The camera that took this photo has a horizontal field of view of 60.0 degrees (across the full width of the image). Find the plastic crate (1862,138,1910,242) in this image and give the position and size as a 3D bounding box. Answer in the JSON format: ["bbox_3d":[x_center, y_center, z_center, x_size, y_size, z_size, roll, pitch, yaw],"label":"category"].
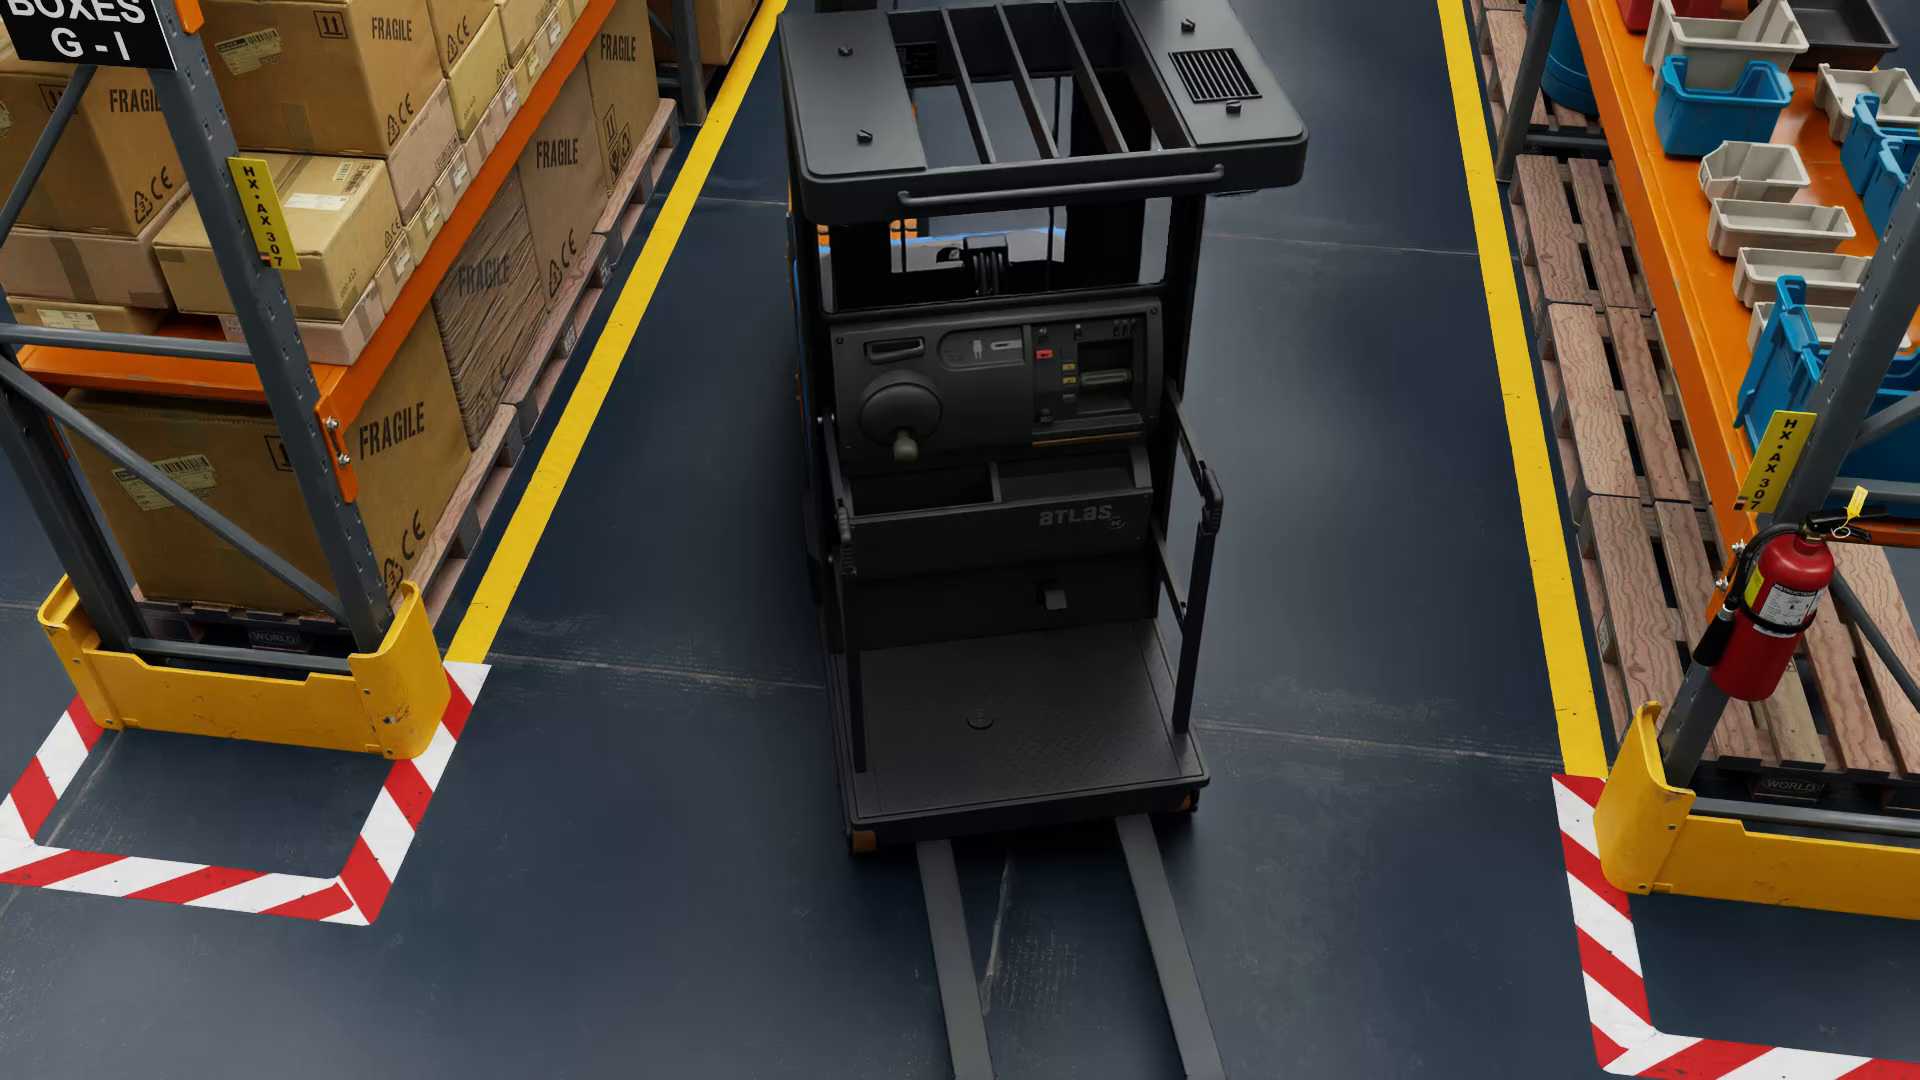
[{"bbox_3d":[3.112,-1.090,5.298,0.416,0.233,0.300,5,44,6],"label":"plastic crate"}]

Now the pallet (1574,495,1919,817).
[{"bbox_3d":[2.727,0.361,5.716,1.003,0.211,1.213,5,44,6],"label":"pallet"}]

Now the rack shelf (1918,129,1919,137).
[{"bbox_3d":[2.844,-2.284,4.823,1.077,0.370,4.000,5,44,6],"label":"rack shelf"}]

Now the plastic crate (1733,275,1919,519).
[{"bbox_3d":[2.438,-0.373,4.393,0.616,0.435,0.499,5,44,6],"label":"plastic crate"}]

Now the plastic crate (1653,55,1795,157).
[{"bbox_3d":[2.597,-1.477,5.707,0.416,0.233,0.300,5,44,6],"label":"plastic crate"}]

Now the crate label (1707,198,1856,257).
[{"bbox_3d":[2.573,-0.980,5.251,0.396,0.136,0.243,5,44,6],"label":"crate label"}]

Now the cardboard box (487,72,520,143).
[{"bbox_3d":[-1.789,-1.541,5.878,0.380,0.149,0.250,5,44,5],"label":"cardboard box"}]

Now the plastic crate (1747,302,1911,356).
[{"bbox_3d":[2.508,-0.592,4.841,0.396,0.136,0.243,5,44,6],"label":"plastic crate"}]

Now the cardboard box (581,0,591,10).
[{"bbox_3d":[-1.653,-2.240,6.616,0.380,0.149,0.250,6,44,6],"label":"cardboard box"}]

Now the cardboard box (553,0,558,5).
[{"bbox_3d":[-1.733,-2.298,6.388,0.500,0.250,0.500,6,44,6],"label":"cardboard box"}]

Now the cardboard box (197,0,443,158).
[{"bbox_3d":[-1.933,-1.513,5.013,0.500,0.500,0.500,4,44,4],"label":"cardboard box"}]

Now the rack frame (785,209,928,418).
[{"bbox_3d":[-0.363,-0.758,6.233,0.500,1.125,0.032,-4,44,-4],"label":"rack frame"}]

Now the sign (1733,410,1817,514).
[{"bbox_3d":[2.032,-0.192,4.152,0.100,0.325,0.005,5,44,6],"label":"sign"}]

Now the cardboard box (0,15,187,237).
[{"bbox_3d":[-2.526,-1.225,4.710,0.500,0.500,0.500,6,44,6],"label":"cardboard box"}]

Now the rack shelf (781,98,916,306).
[{"bbox_3d":[-0.409,-1.319,6.399,0.538,0.278,1.000,-4,44,-4],"label":"rack shelf"}]

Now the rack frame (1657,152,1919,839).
[{"bbox_3d":[2.579,-0.093,4.167,1.000,3.000,0.127,5,44,6],"label":"rack frame"}]

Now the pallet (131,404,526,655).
[{"bbox_3d":[-2.302,-0.083,6.184,1.003,0.211,1.213,5,44,6],"label":"pallet"}]

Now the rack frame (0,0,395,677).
[{"bbox_3d":[-2.330,-0.544,4.643,1.000,3.000,0.127,5,44,6],"label":"rack frame"}]

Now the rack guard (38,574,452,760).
[{"bbox_3d":[-2.333,0.380,5.485,1.175,0.500,0.348,5,44,6],"label":"rack guard"}]

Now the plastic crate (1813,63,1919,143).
[{"bbox_3d":[3.176,-1.531,5.834,0.293,0.136,0.466,5,44,6],"label":"plastic crate"}]

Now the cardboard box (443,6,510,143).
[{"bbox_3d":[-1.867,-1.597,5.647,0.500,0.250,0.500,4,44,4],"label":"cardboard box"}]

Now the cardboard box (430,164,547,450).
[{"bbox_3d":[-2.205,-0.988,6.352,0.875,0.875,0.875,5,44,6],"label":"cardboard box"}]

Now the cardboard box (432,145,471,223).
[{"bbox_3d":[-1.857,-1.192,5.510,0.380,0.149,0.250,5,44,5],"label":"cardboard box"}]

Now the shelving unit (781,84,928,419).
[{"bbox_3d":[-0.409,-1.107,6.601,0.538,1.125,1.048,-4,44,-4],"label":"shelving unit"}]

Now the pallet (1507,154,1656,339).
[{"bbox_3d":[3.049,-1.302,7.472,1.003,0.211,1.213,5,44,6],"label":"pallet"}]

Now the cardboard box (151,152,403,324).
[{"bbox_3d":[-1.999,-0.900,4.911,0.500,0.250,0.500,4,44,4],"label":"cardboard box"}]

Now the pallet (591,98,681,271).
[{"bbox_3d":[-1.979,-1.746,7.941,1.003,0.211,1.213,5,44,6],"label":"pallet"}]

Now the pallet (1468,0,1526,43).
[{"bbox_3d":[3.410,-3.163,9.437,1.003,0.211,1.213,5,44,6],"label":"pallet"}]

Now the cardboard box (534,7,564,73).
[{"bbox_3d":[-1.721,-1.892,6.249,0.380,0.149,0.250,6,44,6],"label":"cardboard box"}]

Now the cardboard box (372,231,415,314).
[{"bbox_3d":[-1.924,-0.839,5.138,0.380,0.149,0.250,5,44,5],"label":"cardboard box"}]

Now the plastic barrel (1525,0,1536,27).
[{"bbox_3d":[3.291,-3.062,8.523,0.600,0.901,0.708,5,44,6],"label":"plastic barrel"}]

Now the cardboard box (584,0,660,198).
[{"bbox_3d":[-1.968,-2.208,7.640,0.875,0.875,0.875,5,44,6],"label":"cardboard box"}]

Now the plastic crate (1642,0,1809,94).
[{"bbox_3d":[2.724,-1.774,5.985,0.437,0.282,0.530,5,44,6],"label":"plastic crate"}]

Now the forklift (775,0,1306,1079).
[{"bbox_3d":[0.141,-0.372,4.511,1.130,2.935,3.031,-6,44,-6],"label":"forklift"}]

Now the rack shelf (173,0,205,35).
[{"bbox_3d":[-2.066,-2.735,5.298,1.077,0.370,4.000,5,44,6],"label":"rack shelf"}]
